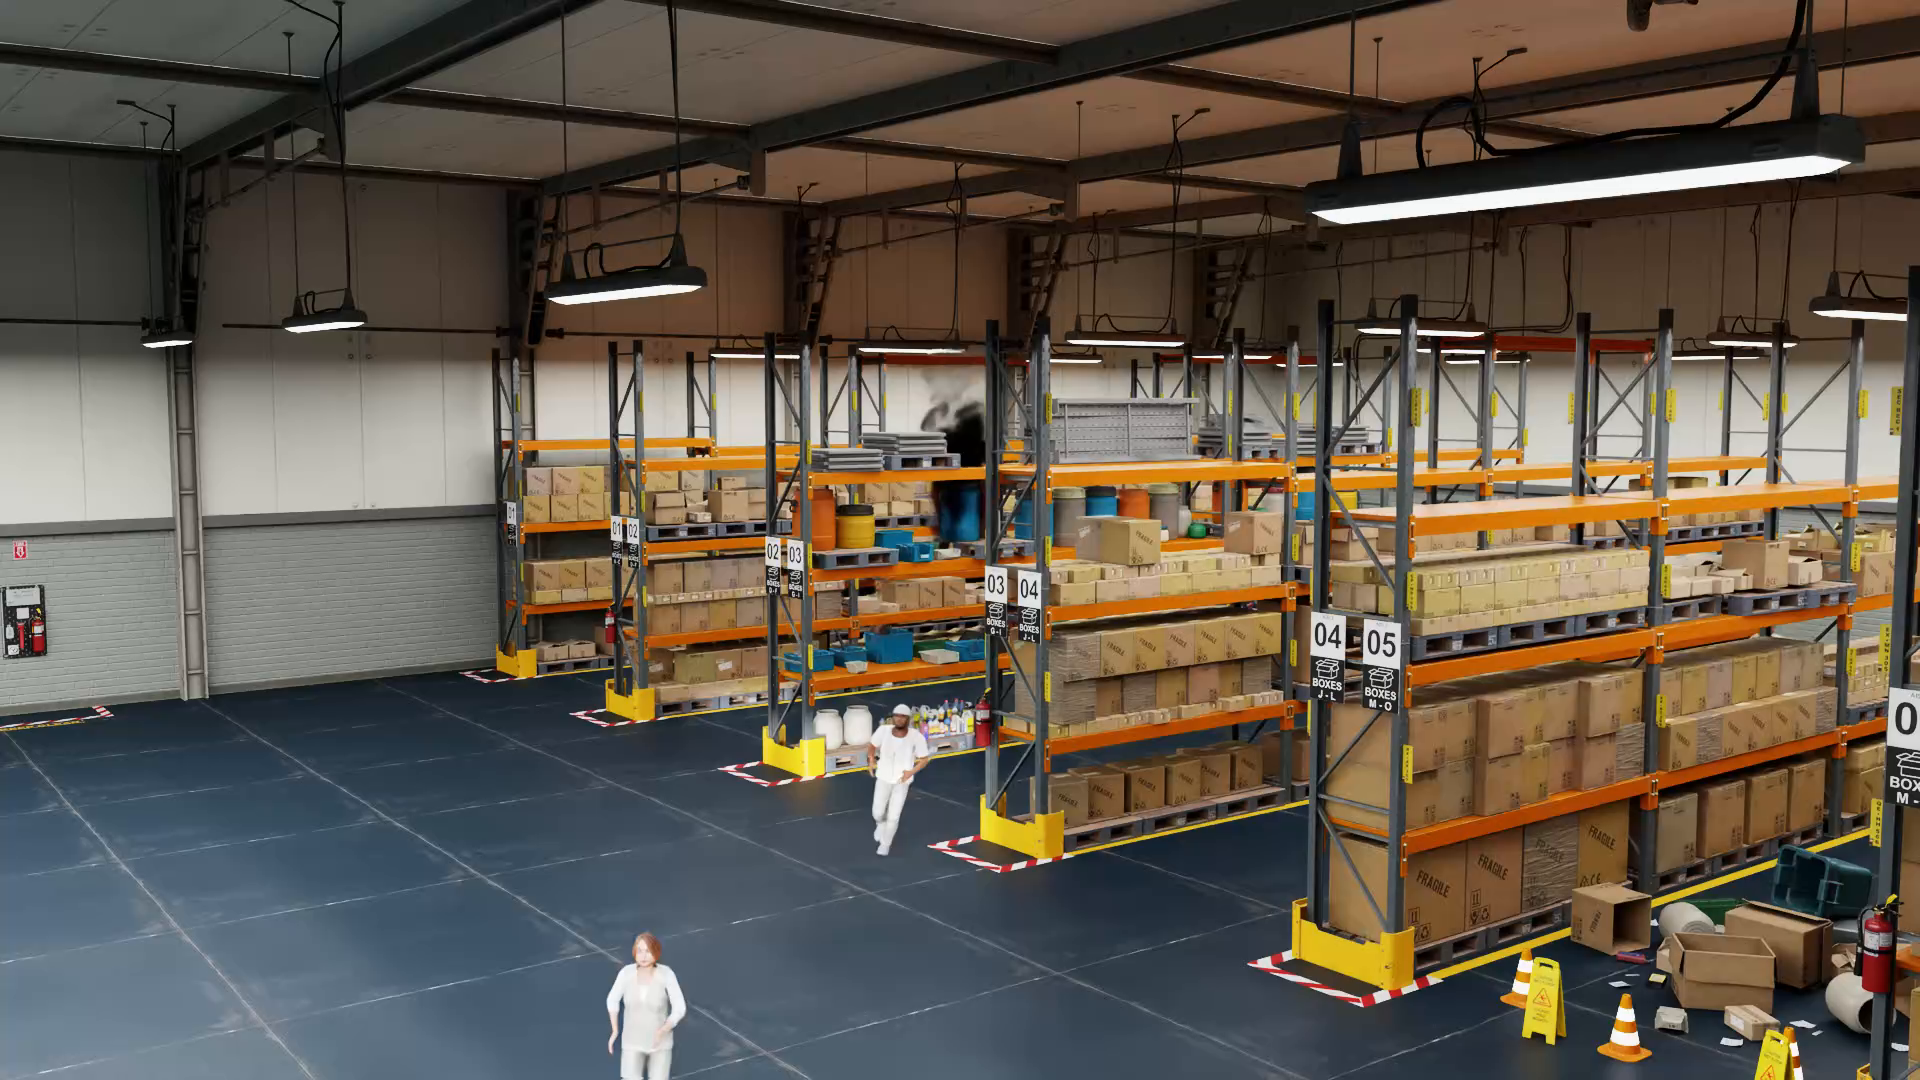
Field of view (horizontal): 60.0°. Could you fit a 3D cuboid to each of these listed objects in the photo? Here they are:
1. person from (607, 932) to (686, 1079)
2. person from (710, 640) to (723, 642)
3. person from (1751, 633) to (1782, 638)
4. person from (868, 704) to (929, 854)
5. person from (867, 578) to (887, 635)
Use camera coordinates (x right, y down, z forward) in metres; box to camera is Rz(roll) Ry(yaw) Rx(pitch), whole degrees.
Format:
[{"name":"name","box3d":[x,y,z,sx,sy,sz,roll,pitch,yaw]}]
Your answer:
[{"name":"person","box3d":[-2.119,3.416,11.196,0.538,1.558,0.539,0,5,-5]},{"name":"person","box3d":[-4.334,1.735,29.585,0.726,1.740,0.590,-4,7,-39]},{"name":"person","box3d":[12.331,2.056,25.481,0.781,1.772,0.636,-4,7,-39]},{"name":"person","box3d":[-0.702,2.677,18.698,0.707,1.711,0.562,1,5,9]},{"name":"person","box3d":[-1.509,1.543,31.999,0.566,1.623,0.546,5,7,43]}]
